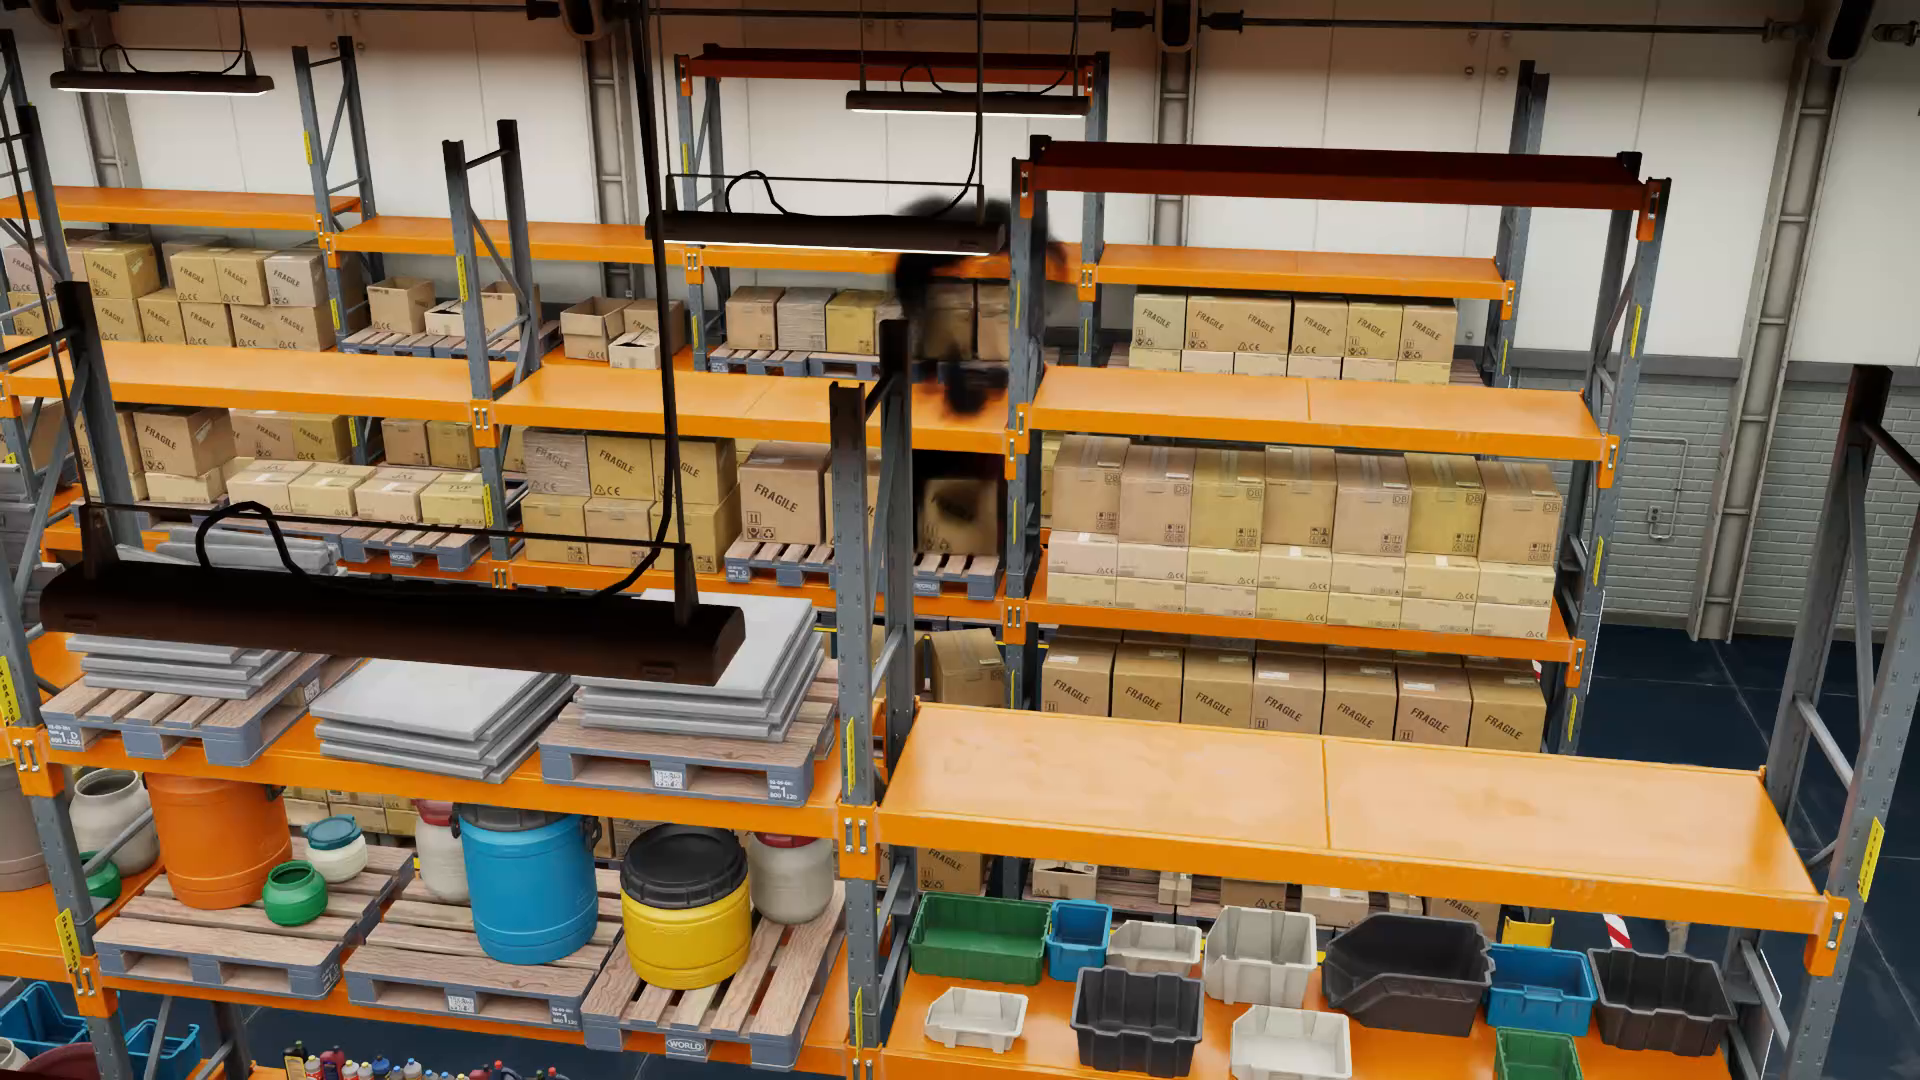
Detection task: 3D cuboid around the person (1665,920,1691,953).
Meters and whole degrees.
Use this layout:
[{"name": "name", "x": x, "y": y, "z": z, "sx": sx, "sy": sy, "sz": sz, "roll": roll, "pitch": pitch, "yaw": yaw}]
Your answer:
[{"name": "person", "x": 5.342, "y": 2.450, "z": 12.512, "sx": 0.660, "sy": 1.677, "sz": 0.878, "roll": 7, "pitch": 24, "yaw": 16}]
